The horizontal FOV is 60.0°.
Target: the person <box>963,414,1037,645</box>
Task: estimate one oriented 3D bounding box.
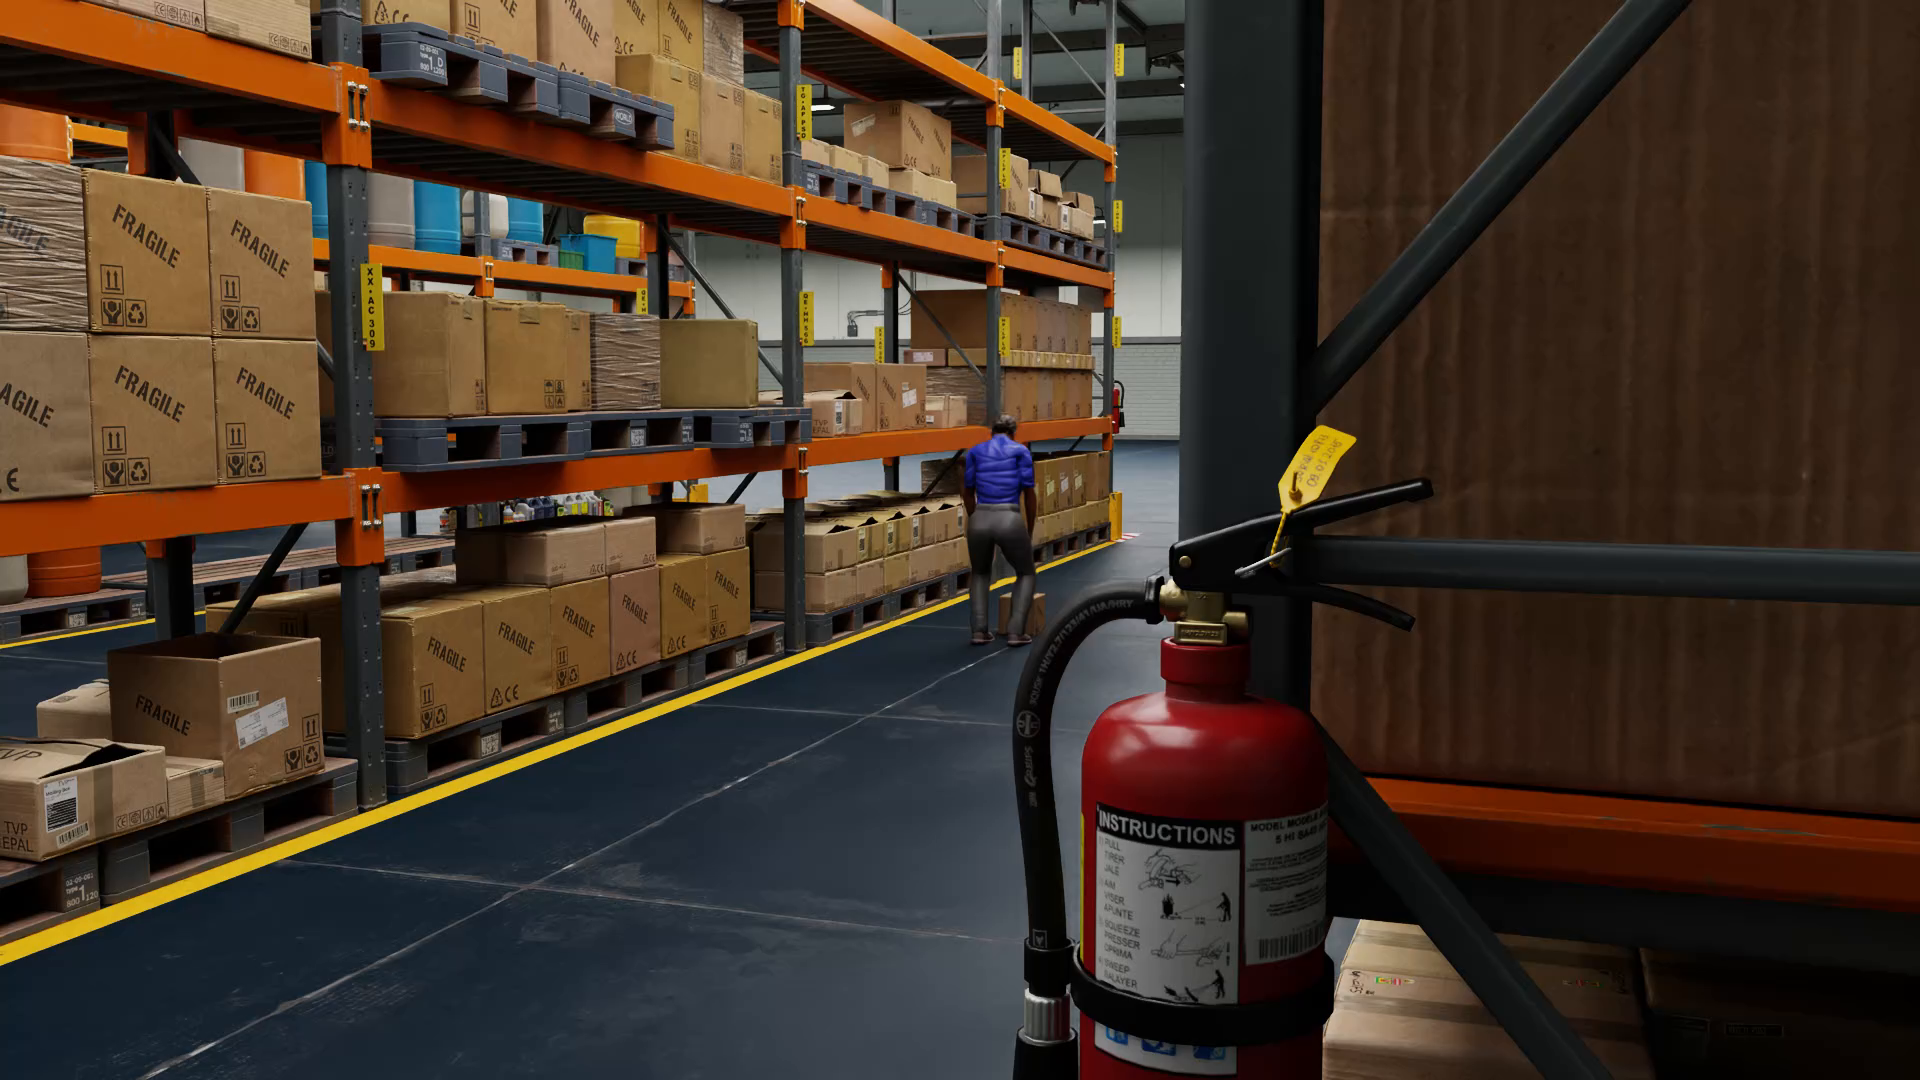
[{"bbox_3d":[0.234,-0.065,10.587,0.490,1.465,0.556,2,6,19],"label":"person"}]
